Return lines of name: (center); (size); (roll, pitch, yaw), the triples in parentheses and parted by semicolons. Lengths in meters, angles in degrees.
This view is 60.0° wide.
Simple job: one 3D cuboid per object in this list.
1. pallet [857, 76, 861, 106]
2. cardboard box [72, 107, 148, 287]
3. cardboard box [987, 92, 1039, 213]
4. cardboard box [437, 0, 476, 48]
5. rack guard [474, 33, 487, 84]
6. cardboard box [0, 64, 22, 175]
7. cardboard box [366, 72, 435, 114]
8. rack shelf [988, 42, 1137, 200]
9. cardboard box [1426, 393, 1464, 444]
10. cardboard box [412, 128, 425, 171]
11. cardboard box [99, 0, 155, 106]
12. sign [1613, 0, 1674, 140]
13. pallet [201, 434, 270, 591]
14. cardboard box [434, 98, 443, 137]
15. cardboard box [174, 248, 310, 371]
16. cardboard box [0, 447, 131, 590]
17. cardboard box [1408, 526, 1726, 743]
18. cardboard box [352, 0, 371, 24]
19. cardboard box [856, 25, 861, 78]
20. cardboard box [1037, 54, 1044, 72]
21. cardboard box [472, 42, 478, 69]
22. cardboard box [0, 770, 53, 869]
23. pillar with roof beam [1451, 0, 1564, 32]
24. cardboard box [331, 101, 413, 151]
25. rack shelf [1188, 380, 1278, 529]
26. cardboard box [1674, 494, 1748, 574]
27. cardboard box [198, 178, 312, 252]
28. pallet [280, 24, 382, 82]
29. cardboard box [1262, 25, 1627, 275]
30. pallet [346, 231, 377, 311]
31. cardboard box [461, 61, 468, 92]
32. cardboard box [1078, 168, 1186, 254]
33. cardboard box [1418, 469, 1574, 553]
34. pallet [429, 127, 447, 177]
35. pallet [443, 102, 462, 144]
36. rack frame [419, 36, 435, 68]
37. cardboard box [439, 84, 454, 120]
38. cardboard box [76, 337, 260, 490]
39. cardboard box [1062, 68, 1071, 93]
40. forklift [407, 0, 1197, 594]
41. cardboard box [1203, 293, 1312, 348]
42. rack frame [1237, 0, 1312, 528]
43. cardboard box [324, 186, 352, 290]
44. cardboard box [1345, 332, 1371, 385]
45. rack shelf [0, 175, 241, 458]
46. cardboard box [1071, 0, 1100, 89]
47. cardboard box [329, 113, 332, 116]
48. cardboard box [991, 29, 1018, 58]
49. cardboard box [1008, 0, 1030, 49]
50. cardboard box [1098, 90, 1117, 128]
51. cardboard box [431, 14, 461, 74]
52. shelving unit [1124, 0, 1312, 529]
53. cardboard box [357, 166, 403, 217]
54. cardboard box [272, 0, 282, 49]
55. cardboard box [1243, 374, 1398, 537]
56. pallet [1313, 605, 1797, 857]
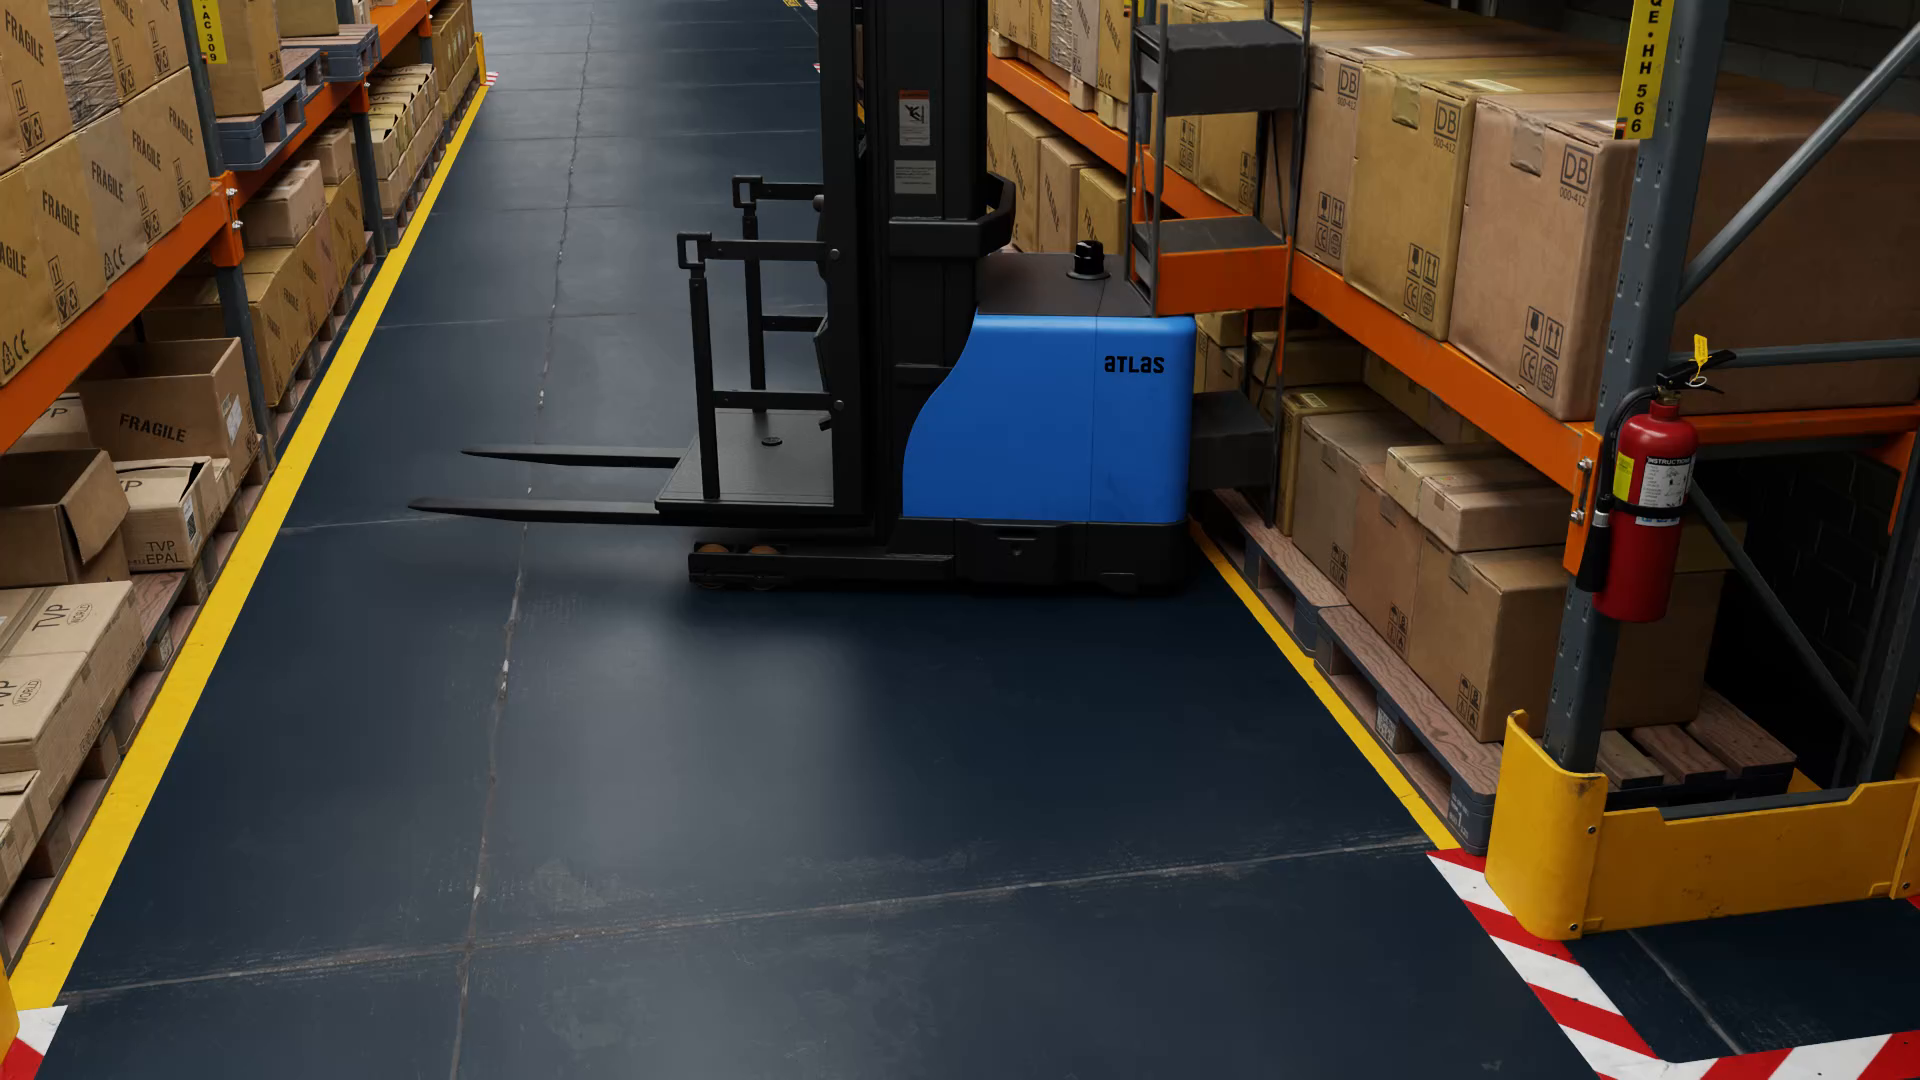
pallet: (-0.564, -4.626, 17.078); (1.003, 0.211, 1.213); (-4, 24, -10)
cardboard box: (-3.026, -1.110, 5.420); (0.500, 0.500, 0.500); (-4, 24, -9)
cardboard box: (0.571, -2.497, 10.880); (0.750, 0.750, 0.750); (-5, 24, -10)
cardboard box: (-5.391, -5.454, 17.464); (0.500, 0.500, 0.500); (-4, 24, -10)
rack guard: (-5.787, -5.231, 18.102); (1.175, 0.500, 0.348); (-4, 24, -10)
cardboard box: (-2.839, -1.174, 4.315); (0.500, 0.500, 0.500); (-4, 24, -9)
cardboard box: (-4.584, -3.641, 13.548); (0.500, 0.311, 0.500); (-4, 24, -8)
rack shelf: (0.934, -2.472, 9.561); (1.077, 0.370, 4.000); (-4, 24, -10)
cardboard box: (1.847, -0.417, 5.745); (0.380, 0.149, 0.250); (-4, 24, -9)
cardboard box: (-4.402, -2.984, 12.744); (0.500, 0.250, 0.500); (-4, 24, -9)
cardboard box: (-3.119, -1.770, 5.680); (0.500, 0.500, 0.500); (-5, 24, -11)
sign: (1.507, -1.046, 3.655); (0.100, 0.325, 0.005); (-4, 24, -10)
pallet: (-3.438, -0.099, 6.712); (1.003, 0.211, 1.213); (-4, 24, -10)
cardboard box: (-4.682, -3.584, 14.120); (0.500, 0.250, 0.500); (-5, 24, -10)
cardboard box: (-3.524, -1.120, 8.140); (0.500, 0.500, 0.500); (-4, 24, -9)
cardboard box: (-3.212, 0.034, 5.493); (0.797, 0.503, 0.637); (-4, 24, -10)
cardboard box: (1.815, 0.244, 5.043); (0.700, 0.500, 0.500); (-4, 24, -10)
cardboard box: (-4.279, -3.545, 11.231); (0.500, 0.311, 0.500); (-5, 24, -10)
cardboard box: (-0.684, -4.996, 17.014); (0.700, 0.500, 0.500); (-6, 24, -13)
cardboard box: (0.662, -2.832, 9.774); (0.380, 0.149, 0.250); (-4, 24, -9)
cardboard box: (-5.393, -5.110, 17.613); (0.500, 0.250, 0.500); (-4, 24, -10)
cardboard box: (-2.610, 0.735, 4.310); (0.380, 0.166, 0.250); (-4, 24, -10)
pillar with roof beam: (-1.948, -4.234, 5.201); (9.100, 9.000, 0.400); (-4, 24, -10)
cardboard box: (-4.309, -3.044, 12.182); (0.500, 0.311, 0.500); (-5, 24, -11)
rack shelf: (0.905, -0.278, 6.387); (0.480, 0.518, 0.431); (-5, 28, -8)
cardboard box: (2.035, -0.019, 4.834); (0.380, 0.149, 0.250); (-4, 24, -9)
cardboard box: (-3.599, -1.648, 8.412); (0.500, 0.250, 0.500); (-4, 24, -10)
pallet: (-4.109, -2.871, 9.815); (1.213, 0.211, 1.003); (-4, 24, -10)
cardboard box: (1.662, -1.365, 5.752); (0.980, 0.700, 0.700); (-5, 24, -12)
pallet: (-4.203, -1.646, 10.254); (1.003, 0.211, 1.213); (-4, 24, -10)
cardboard box: (-5.104, -4.521, 16.265); (0.500, 0.250, 0.500); (-4, 24, -10)
cardboard box: (1.056, -1.468, 8.525); (0.750, 0.750, 0.750); (-4, 24, -9)
cardboard box: (1.613, -0.091, 4.998); (0.380, 0.149, 0.250); (-5, 24, -10)
pallet: (-4.869, -3.229, 13.879); (1.003, 0.211, 1.213); (-4, 24, -10)
pallet: (-5.149, -3.832, 15.259); (1.003, 0.211, 1.213); (-4, 24, -10)
rack frame: (-5.043, -4.793, 13.978); (1.000, 3.000, 0.127); (-4, 24, -10)
cardboard box: (-4.831, -3.931, 14.913); (0.500, 0.250, 0.500); (-4, 24, -10)
cardboard box: (-3.180, -0.500, 6.720); (0.500, 0.500, 0.500); (-4, 24, -10)
cardboard box: (0.771, -2.524, 9.070); (0.380, 0.149, 0.250); (-5, 24, -11)
forklift: (-0.628, -1.361, 6.204); (3.031, 2.935, 1.130); (2, 24, 4)
cardboard box: (1.225, -0.909, 6.872); (0.380, 0.149, 0.250); (-4, 24, -8)
rack frame: (1.132, -0.934, 6.091); (0.015, 2.100, 0.400); (-5, 28, -8)
cardboard box: (-3.805, -1.722, 9.519); (0.500, 0.500, 0.500); (-5, 24, -12)
cardboard box: (1.704, -0.719, 6.436); (0.380, 0.149, 0.250); (-4, 24, -9)
rack shelf: (-3.194, -0.530, 5.116); (1.077, 0.370, 4.000); (-4, 24, -10)
cardboard box: (0.866, -2.569, 8.363); (0.500, 0.500, 0.500); (-4, 24, -9)
cardboard box: (-4.836, -3.000, 12.081); (0.500, 0.311, 0.500); (-4, 24, -10)
cardboard box: (0.401, -3.125, 10.446); (0.380, 0.149, 0.250); (-4, 24, -8)
cardboard box: (0.581, -3.168, 9.733); (0.500, 0.500, 0.500); (-4, 24, -10)
cardboard box: (0.893, -2.118, 8.142); (0.380, 0.149, 0.250); (-4, 24, -9)
cardboard box: (-5.006, -4.668, 15.665); (0.500, 0.500, 0.500); (-4, 24, -10)
shelving unit: (0.891, -0.911, 6.057); (0.503, 2.100, 0.431); (-5, 28, -8)
cardboard box: (-4.112, -2.380, 11.363); (0.500, 0.250, 0.500); (-4, 24, -10)
cardboard box: (-4.095, -2.845, 8.867); (0.700, 0.500, 0.500); (0, 24, 0)
cardboard box: (1.523, -0.360, 6.425); (0.700, 0.500, 0.500); (-4, 24, -9)
pallet: (1.818, 0.528, 5.278); (1.003, 0.211, 1.213); (-4, 24, -10)
